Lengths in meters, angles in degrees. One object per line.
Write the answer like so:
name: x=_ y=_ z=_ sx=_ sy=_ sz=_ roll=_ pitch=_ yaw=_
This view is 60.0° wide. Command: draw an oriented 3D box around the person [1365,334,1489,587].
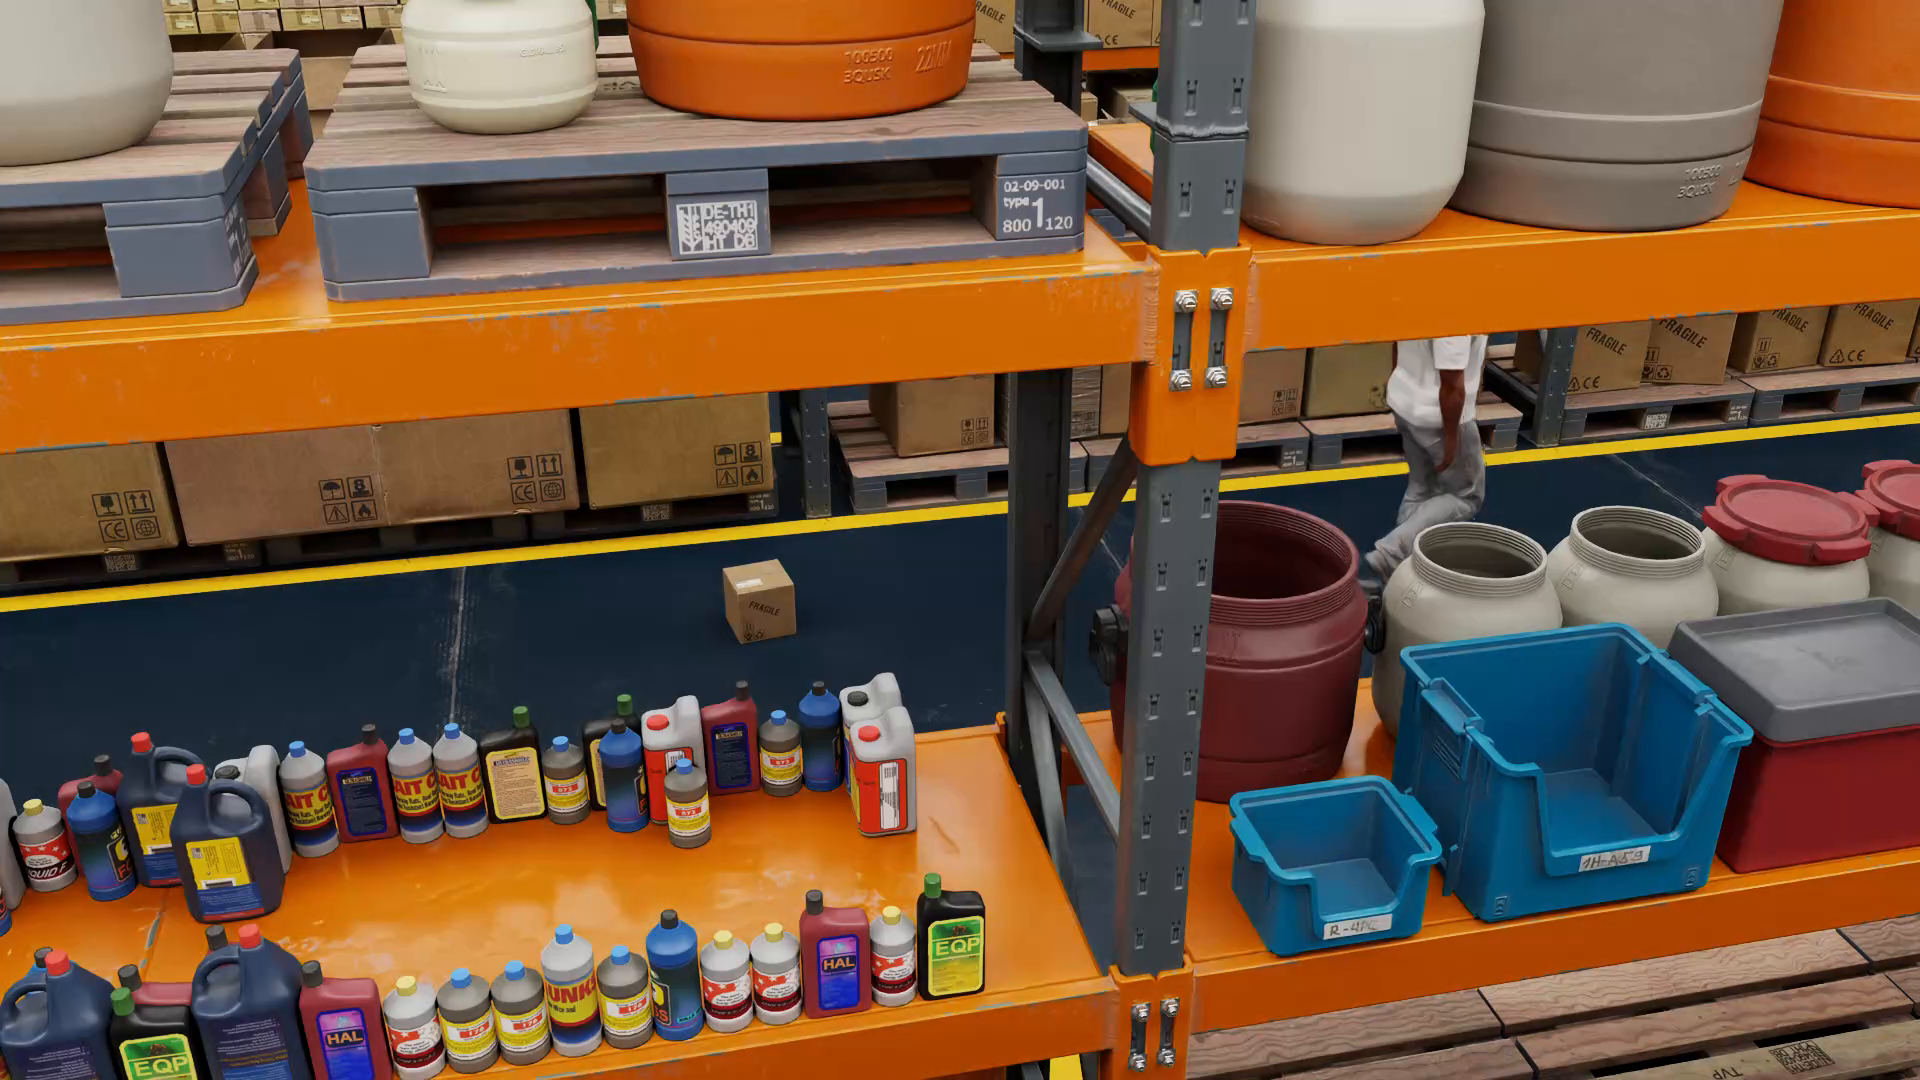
person: x=2.006 y=-0.549 z=7.138 sx=0.540 sy=1.756 sz=0.567 roll=-7 pitch=27 yaw=-13
